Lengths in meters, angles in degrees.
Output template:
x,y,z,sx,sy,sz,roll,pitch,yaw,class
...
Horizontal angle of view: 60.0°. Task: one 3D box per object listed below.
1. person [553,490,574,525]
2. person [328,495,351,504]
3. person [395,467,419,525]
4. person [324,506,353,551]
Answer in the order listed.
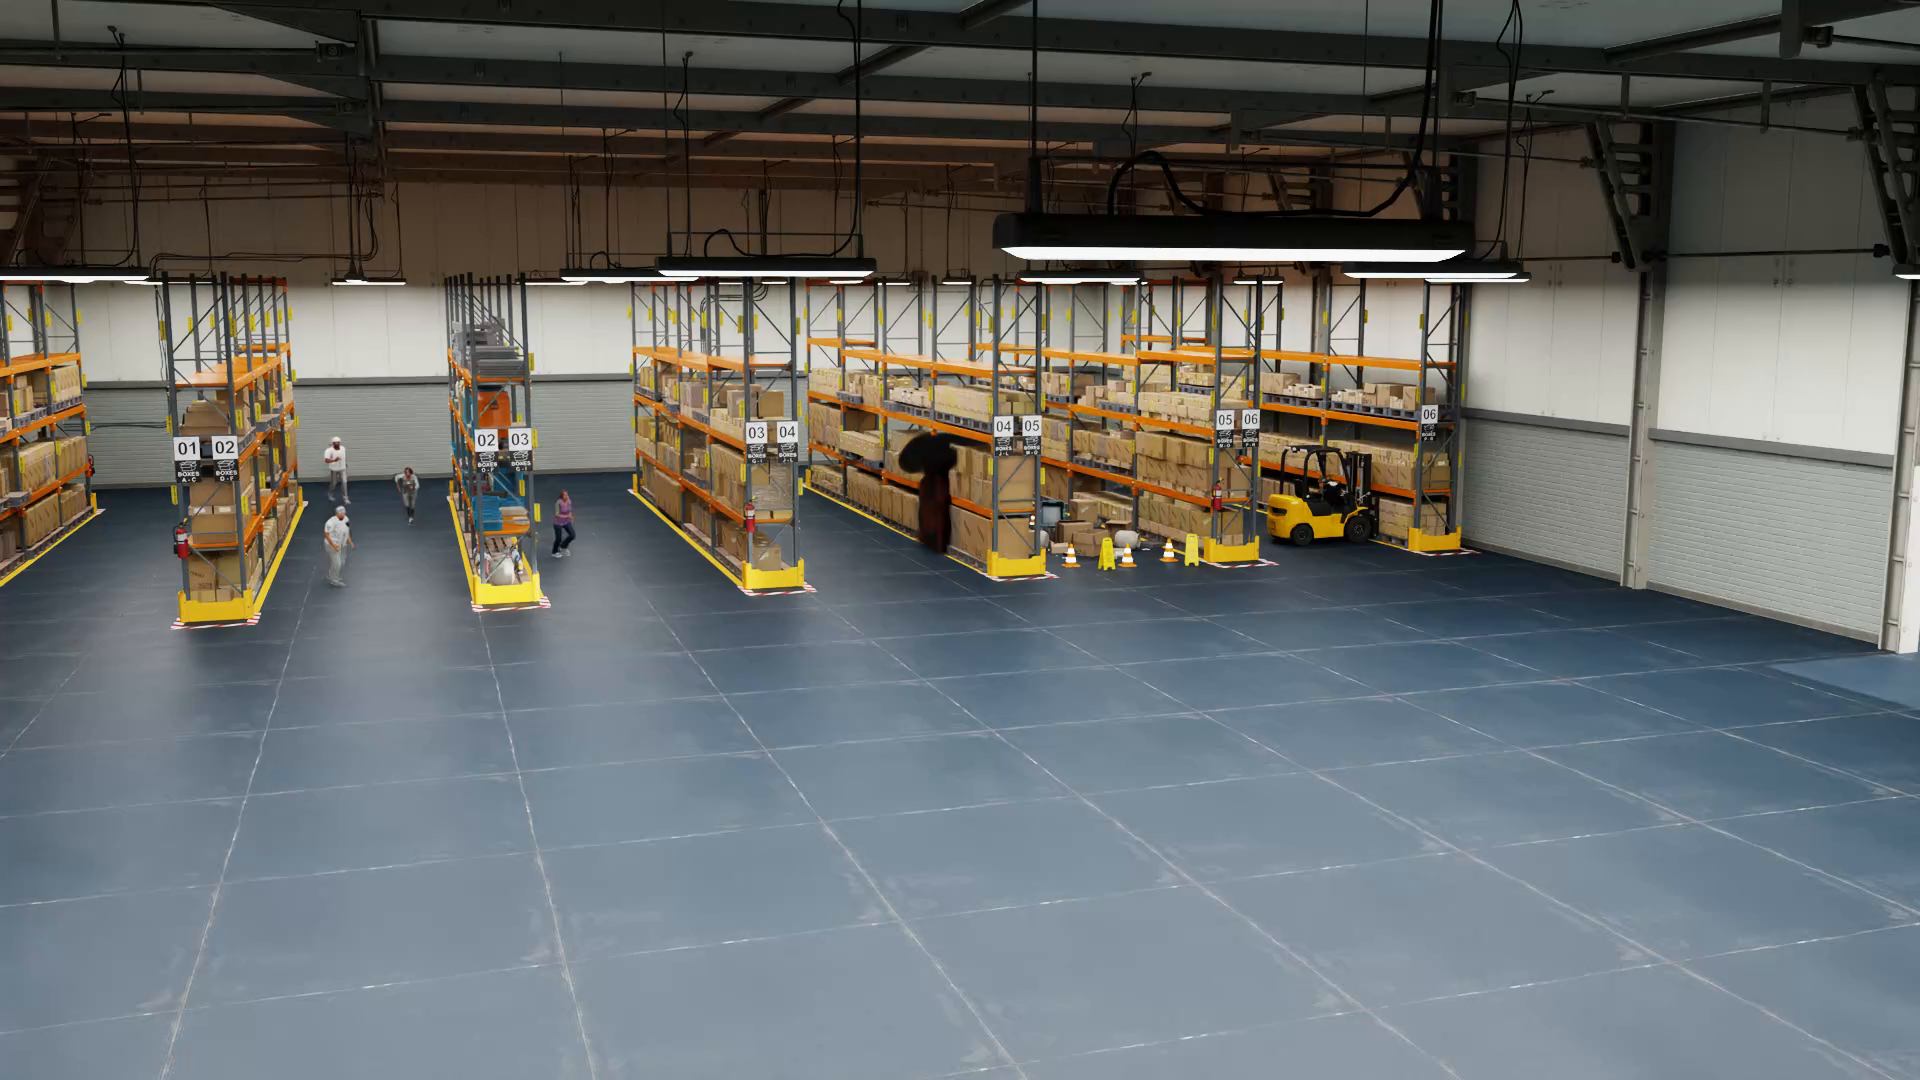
x,y,z,sx,sy,sz,roll,pitch,yaw,class
-8.372,-0.694,35.303,0.629,0.776,0.545,8,12,42,person
-16.617,-1.158,44.485,0.262,0.311,0.961,-8,12,-44,person
-13.321,-1.054,40.111,0.562,1.455,0.849,-3,9,-17,person
-11.956,-0.233,32.085,0.494,0.889,0.551,4,9,24,person
